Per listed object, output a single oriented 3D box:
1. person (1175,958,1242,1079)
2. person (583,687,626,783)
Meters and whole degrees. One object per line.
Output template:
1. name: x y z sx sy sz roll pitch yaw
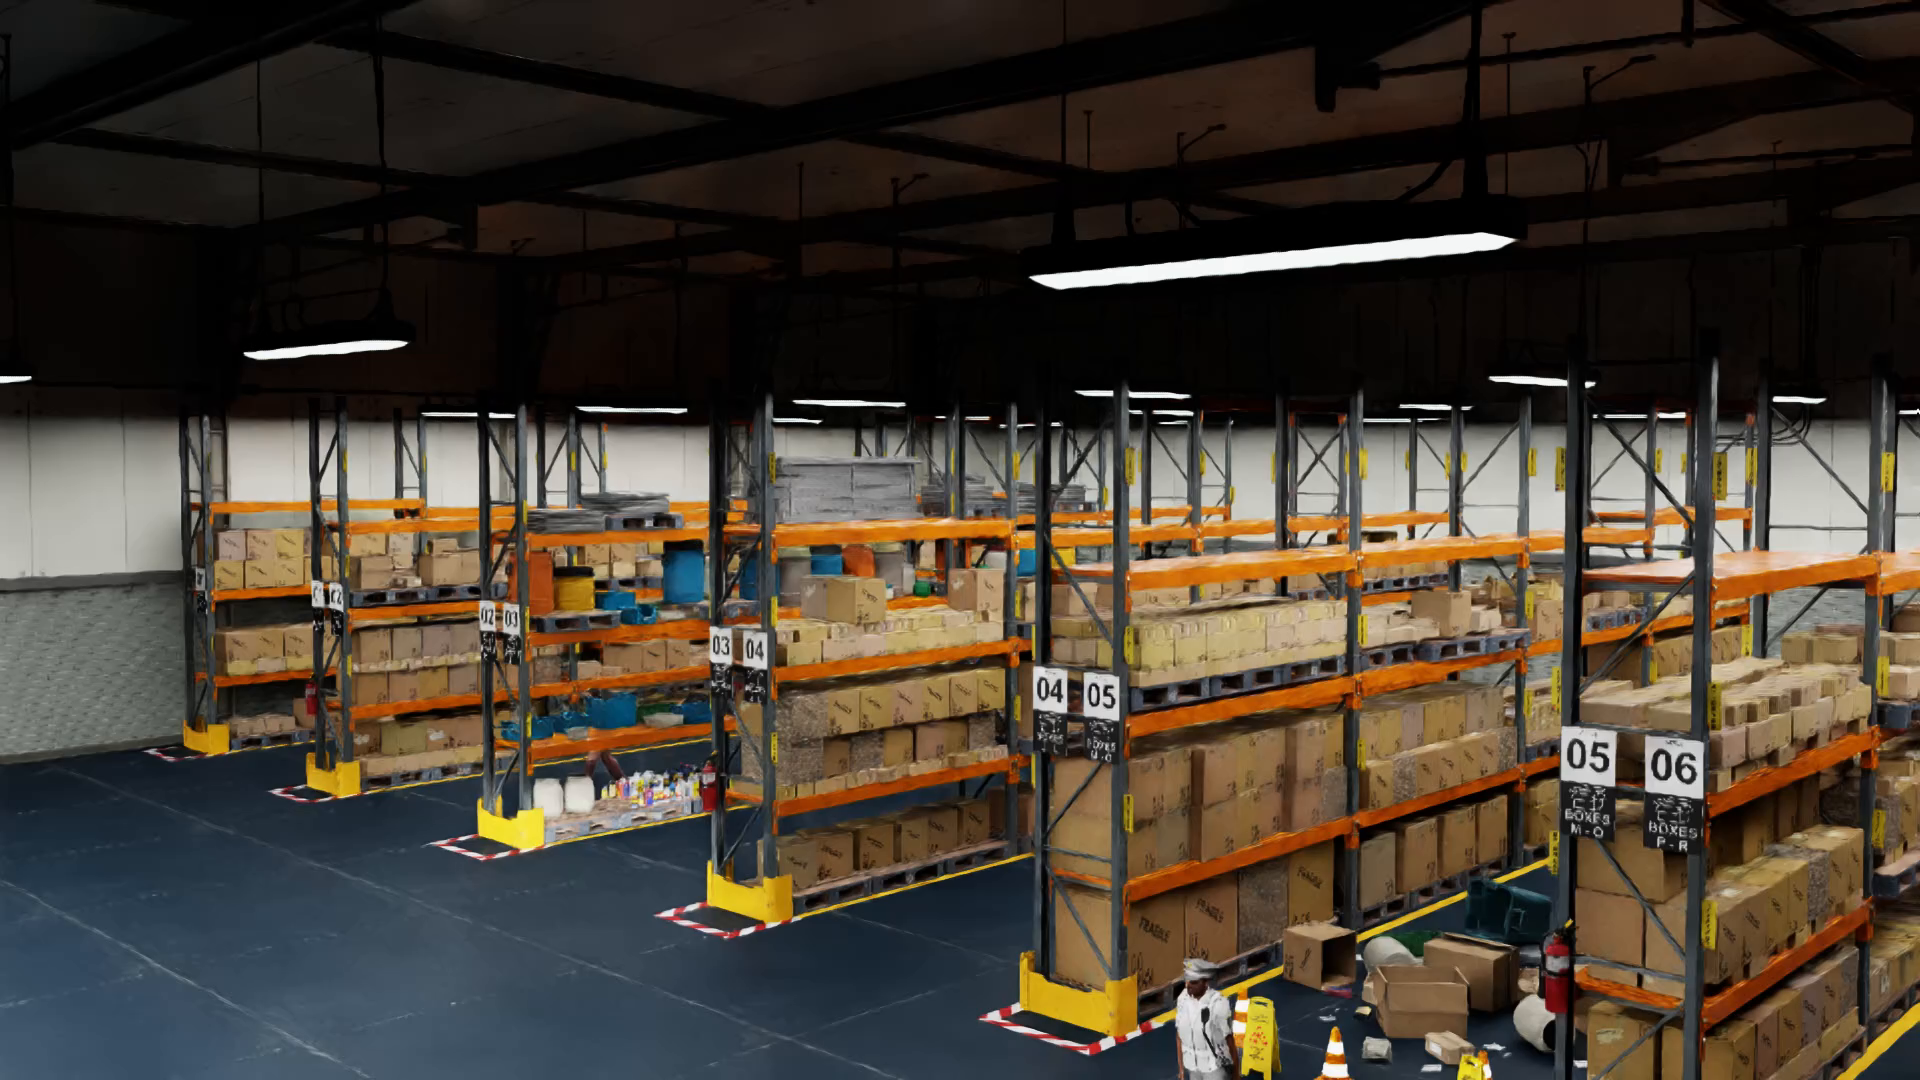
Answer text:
1. person: 1.725 3.728 11.798 1.088 1.589 0.456 -3 4 -43
2. person: -5.556 3.019 25.322 1.110 1.590 0.448 -3 4 -44
